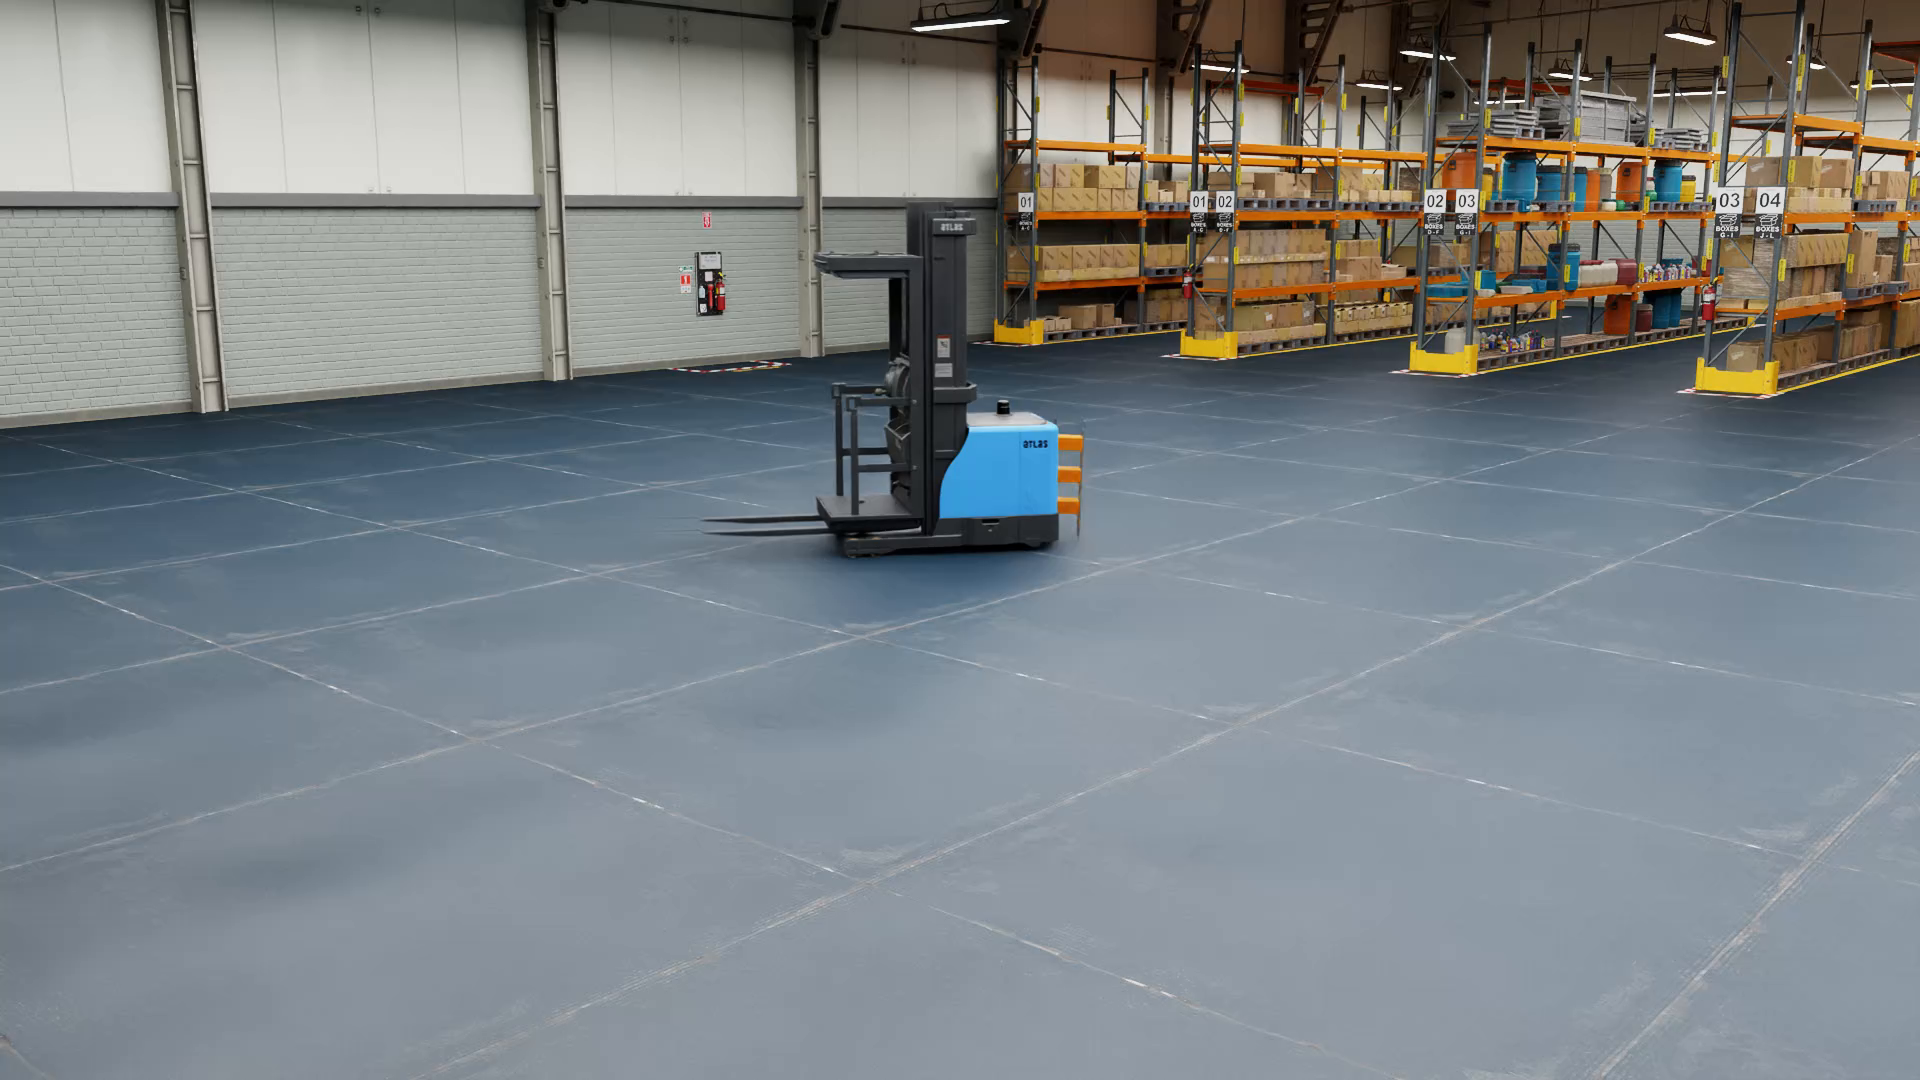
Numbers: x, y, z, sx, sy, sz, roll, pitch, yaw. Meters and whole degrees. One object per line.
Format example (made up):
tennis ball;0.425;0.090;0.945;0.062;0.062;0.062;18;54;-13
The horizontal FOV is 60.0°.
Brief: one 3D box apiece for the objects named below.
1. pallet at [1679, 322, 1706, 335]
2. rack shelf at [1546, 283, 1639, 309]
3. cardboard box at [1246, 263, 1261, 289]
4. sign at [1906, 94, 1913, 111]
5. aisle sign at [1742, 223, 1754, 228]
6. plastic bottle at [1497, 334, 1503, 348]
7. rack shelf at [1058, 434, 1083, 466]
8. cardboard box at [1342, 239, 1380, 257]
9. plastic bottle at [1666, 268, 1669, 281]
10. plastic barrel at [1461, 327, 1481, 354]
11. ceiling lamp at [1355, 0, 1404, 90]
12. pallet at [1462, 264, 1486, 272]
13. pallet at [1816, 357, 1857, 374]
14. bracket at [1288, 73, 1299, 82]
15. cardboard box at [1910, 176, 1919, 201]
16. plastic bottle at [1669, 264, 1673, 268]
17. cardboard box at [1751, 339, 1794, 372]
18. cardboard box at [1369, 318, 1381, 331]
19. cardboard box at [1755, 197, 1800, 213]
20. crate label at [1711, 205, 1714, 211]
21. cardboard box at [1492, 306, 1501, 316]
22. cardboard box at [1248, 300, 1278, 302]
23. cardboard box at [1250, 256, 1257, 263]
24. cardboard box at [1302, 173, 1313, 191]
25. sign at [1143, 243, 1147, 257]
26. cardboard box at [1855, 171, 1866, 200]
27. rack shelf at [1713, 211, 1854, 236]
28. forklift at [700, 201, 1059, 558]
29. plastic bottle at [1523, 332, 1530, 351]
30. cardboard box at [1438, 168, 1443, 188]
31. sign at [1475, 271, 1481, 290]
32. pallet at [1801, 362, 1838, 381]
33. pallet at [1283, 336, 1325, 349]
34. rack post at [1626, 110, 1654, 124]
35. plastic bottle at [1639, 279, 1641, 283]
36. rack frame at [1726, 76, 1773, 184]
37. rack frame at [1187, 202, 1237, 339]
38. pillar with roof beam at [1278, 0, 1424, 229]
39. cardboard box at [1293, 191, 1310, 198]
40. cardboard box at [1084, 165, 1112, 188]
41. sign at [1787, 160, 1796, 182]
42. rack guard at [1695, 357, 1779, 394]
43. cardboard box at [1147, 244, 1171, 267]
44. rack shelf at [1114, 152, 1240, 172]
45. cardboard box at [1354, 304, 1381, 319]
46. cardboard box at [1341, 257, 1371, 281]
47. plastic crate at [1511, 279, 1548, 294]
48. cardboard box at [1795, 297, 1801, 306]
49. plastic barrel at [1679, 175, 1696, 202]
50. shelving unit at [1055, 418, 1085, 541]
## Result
pallet;17.045;-5.002;39.216;1.003;0.211;1.213;10;15;40
rack shelf;12.628;-5.021;34.027;1.077;0.370;4.000;10;15;40
cardboard box;5.610;-5.326;33.462;0.700;0.500;0.500;10;15;42
sign;19.909;-9.169;34.853;0.100;0.325;0.005;10;15;40
aisle sign;19.497;-8.092;40.931;0.394;0.787;0.004;10;15;40
plastic bottle;10.458;-3.855;32.196;0.097;0.271;0.097;0;11;0
rack shelf;0.955;-0.802;14.628;0.240;0.259;0.215;2;11;1
cardboard box;11.458;-8.196;47.324;0.980;0.700;0.700;11;16;43
plastic bottle;15.637;-5.877;36.777;0.061;0.283;0.133;10;15;40
plastic barrel;9.375;-3.657;30.643;0.421;0.512;0.421;0;11;0
ceiling lamp;10.704;-12.856;41.199;0.800;3.185;2.000;10;15;40
pallet;12.261;-6.700;41.086;1.003;0.211;1.213;10;15;40
pallet;15.541;-3.186;30.124;1.003;0.211;1.213;10;15;40
bracket;8.952;-12.352;44.389;0.235;0.232;0.430;10;15;40
cardboard box;19.001;-7.058;33.397;0.797;0.503;0.637;10;15;40
plastic bottle;15.998;-6.046;37.449;0.144;0.351;0.185;10;15;40
cardboard box;13.609;-3.102;27.895;0.500;0.500;0.500;-10;15;-42
cardboard box;9.057;-4.831;37.190;0.500;0.250;0.500;10;15;41
cardboard box;12.900;-5.285;26.239;0.500;0.250;0.500;10;15;42
crate label;17.129;-7.633;38.281;0.293;0.136;0.466;10;15;40
cardboard box;13.310;-5.828;41.975;0.500;0.311;0.500;10;15;40
cardboard box;6.388;-4.771;34.971;0.500;0.500;0.500;10;15;40
cardboard box;5.708;-5.604;33.201;0.380;0.149;0.250;10;15;41
cardboard box;9.433;-9.690;45.051;0.500;0.500;0.500;10;15;40
sign;4.279;-6.716;38.466;0.100;0.325;0.005;10;15;40
cardboard box;15.413;-6.223;29.214;0.797;0.503;0.637;9;14;38
rack shelf;13.708;-5.263;27.580;1.077;0.370;4.000;10;15;40
forklift;-0.717;-1.398;14.225;3.031;2.935;1.130;-2;12;-11
plastic bottle;10.759;-3.788;31.659;0.144;0.351;0.185;10;15;40
cardboard box;11.196;-8.532;39.306;0.500;0.500;0.500;10;15;40
sign;9.078;-4.555;29.150;0.100;0.325;0.005;10;15;40
pallet;14.612;-2.968;29.032;1.003;0.211;1.213;10;15;40
pallet;7.033;-4.241;35.407;1.003;0.211;1.213;10;15;40
rack post;14.389;-8.990;35.429;0.624;0.289;0.986;10;15;40
plastic bottle;14.477;-5.629;35.551;0.152;0.276;0.135;10;15;40
rack frame;19.229;-9.787;40.735;1.000;3.000;0.127;10;15;40
rack frame;4.949;-5.132;32.746;1.000;3.000;0.127;10;15;40
pillar with roof beam;12.193;-10.137;42.490;9.100;9.000;0.548;10;15;40
cardboard box;6.999;-7.130;34.303;0.380;0.149;0.250;10;15;40
cardboard box;3.048;-8.111;37.146;0.500;0.500;0.500;9;14;38
sign;12.796;-5.680;25.600;0.100;0.325;0.005;10;15;40
rack guard;12.438;-2.636;26.631;1.175;0.500;0.348;10;15;40
cardboard box;4.602;-6.777;39.603;0.500;0.500;0.700;-10;15;-42
rack shelf;5.186;-9.047;39.891;1.077;0.370;4.000;10;15;40
cardboard box;9.063;-5.108;37.142;0.500;0.311;0.500;10;15;42
cardboard box;8.787;-6.031;36.995;0.500;0.500;0.500;10;15;40
plastic crate;10.781;-4.808;31.507;0.499;0.251;0.616;10;15;40
cardboard box;13.575;-3.923;27.336;0.380;0.149;0.250;10;15;40
plastic barrel;16.139;-7.865;37.219;0.600;0.588;0.600;0;11;0
shelving unit;0.945;-0.534;14.682;0.252;1.050;0.215;2;11;1
